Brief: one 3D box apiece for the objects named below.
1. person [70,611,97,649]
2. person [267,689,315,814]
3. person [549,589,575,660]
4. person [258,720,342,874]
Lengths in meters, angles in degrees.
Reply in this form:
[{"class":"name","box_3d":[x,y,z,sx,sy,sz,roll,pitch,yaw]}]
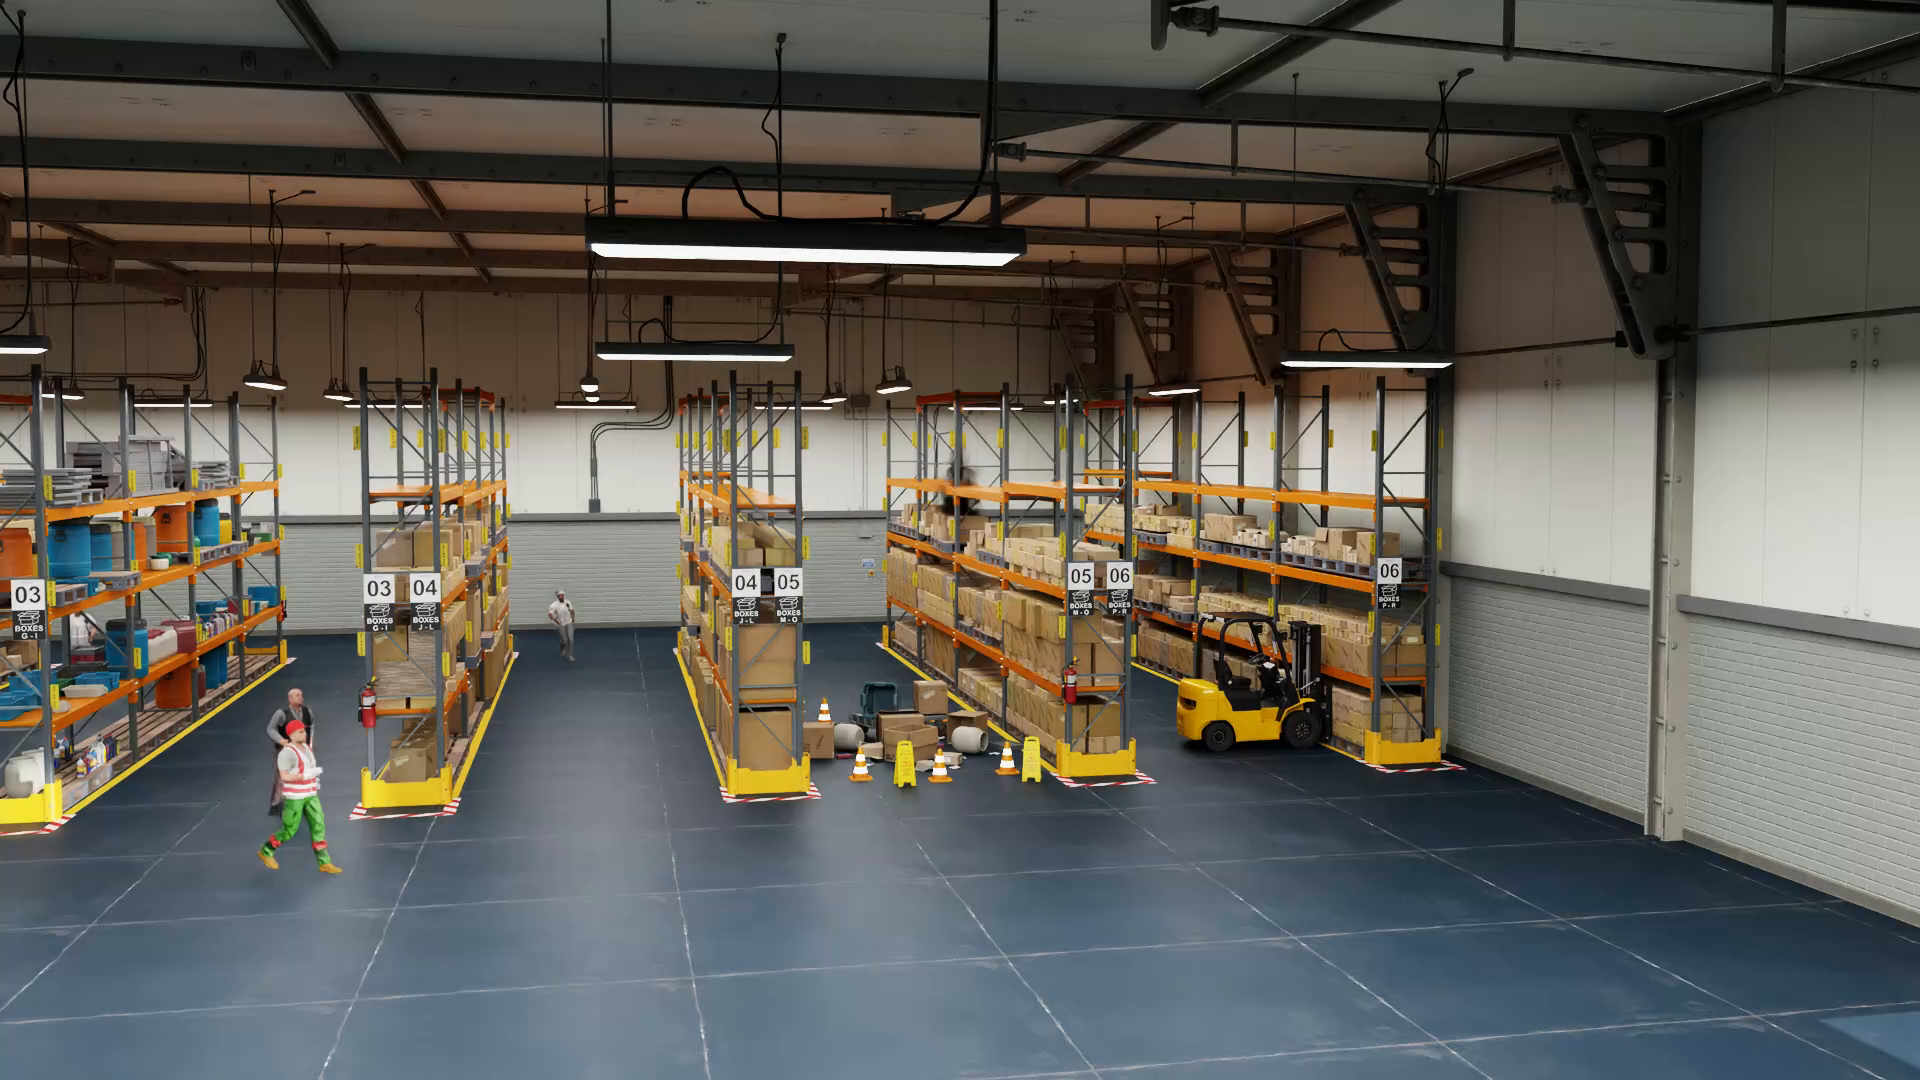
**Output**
[{"class":"person","box_3d":[-17.908,2.119,33.803,0.630,1.786,0.706,-1,4,-21]},{"class":"person","box_3d":[-8.912,2.830,22.261,0.696,1.672,0.618,-3,5,-41]},{"class":"person","box_3d":[-9.093,1.932,38.052,0.605,1.647,0.611,-2,4,-35]},{"class":"person","box_3d":[-7.583,2.943,19.090,1.001,1.769,0.660,1,4,14]}]
